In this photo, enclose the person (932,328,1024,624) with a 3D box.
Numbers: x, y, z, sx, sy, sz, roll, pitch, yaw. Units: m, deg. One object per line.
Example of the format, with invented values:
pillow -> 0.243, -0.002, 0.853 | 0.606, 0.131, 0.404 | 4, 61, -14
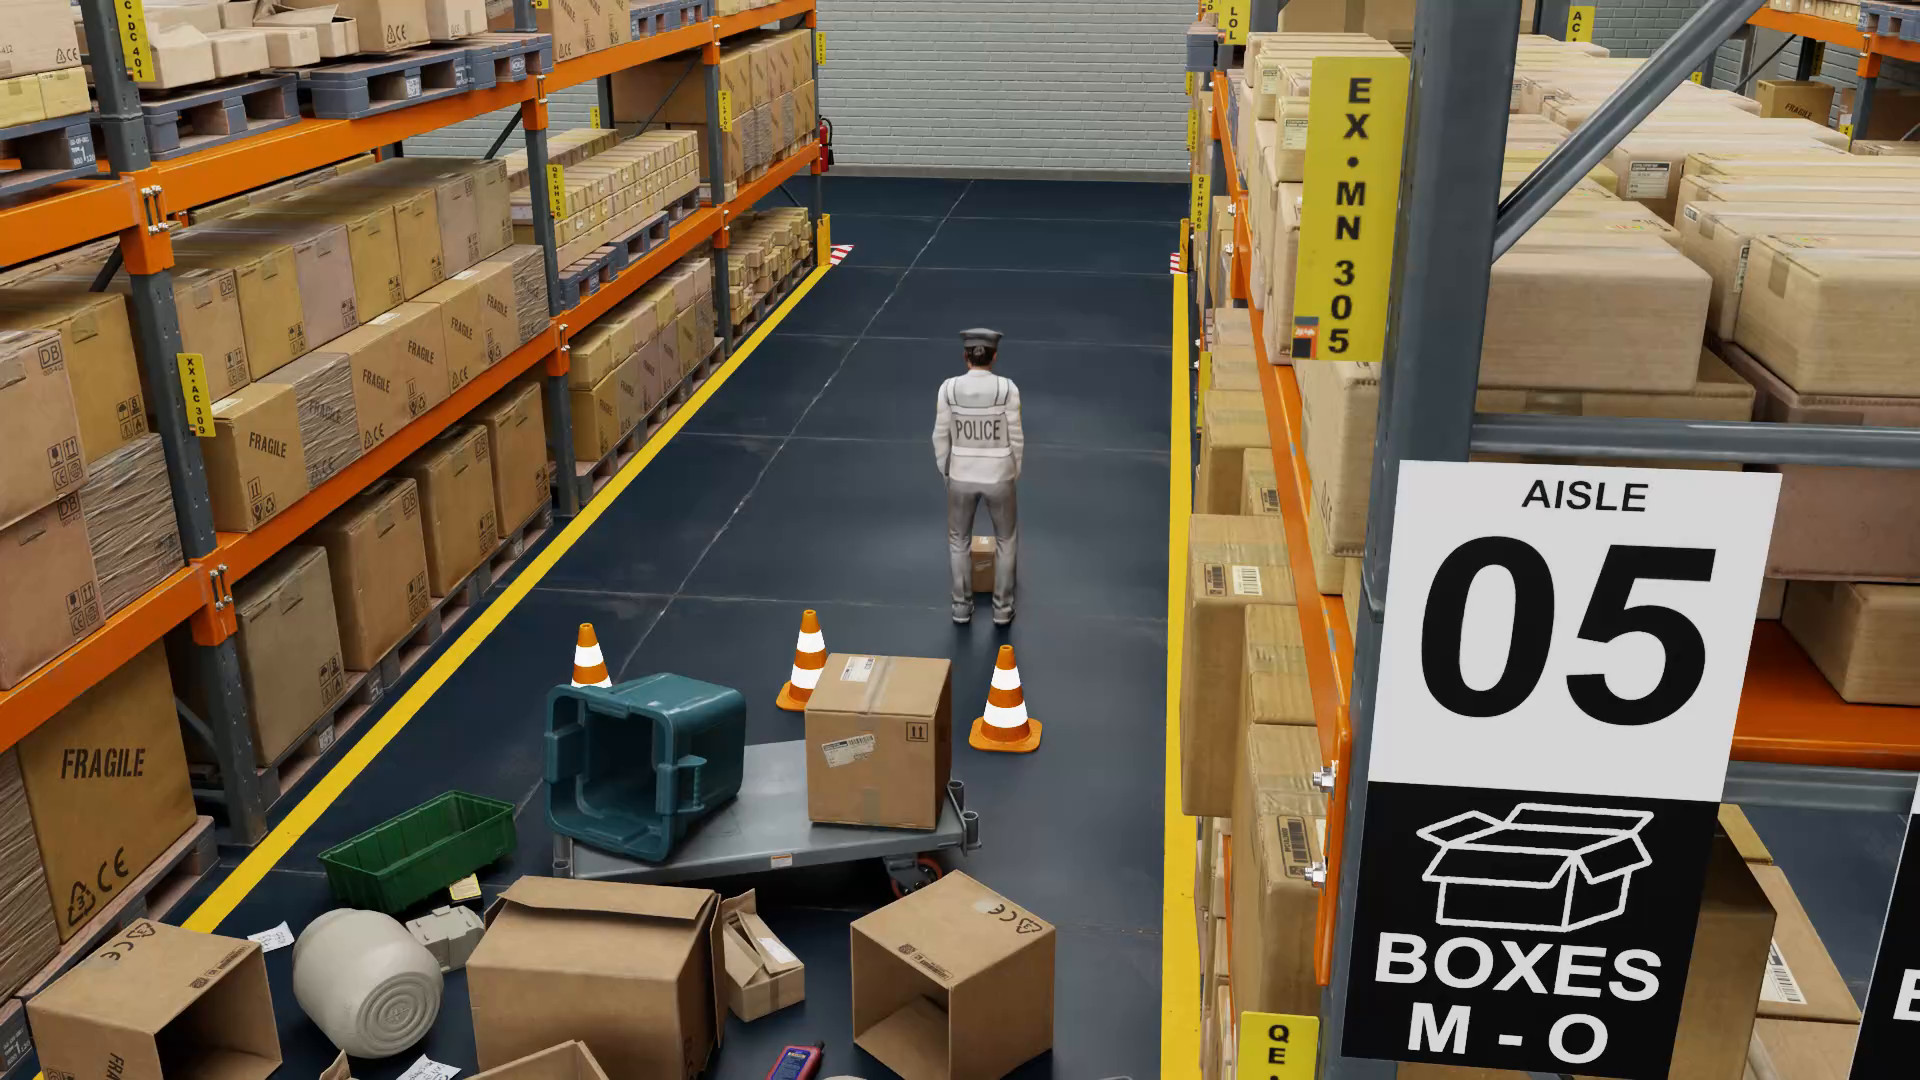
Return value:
person -> 0.100, -0.333, 8.994 | 0.496, 1.635, 0.428 | 3, 22, 8
